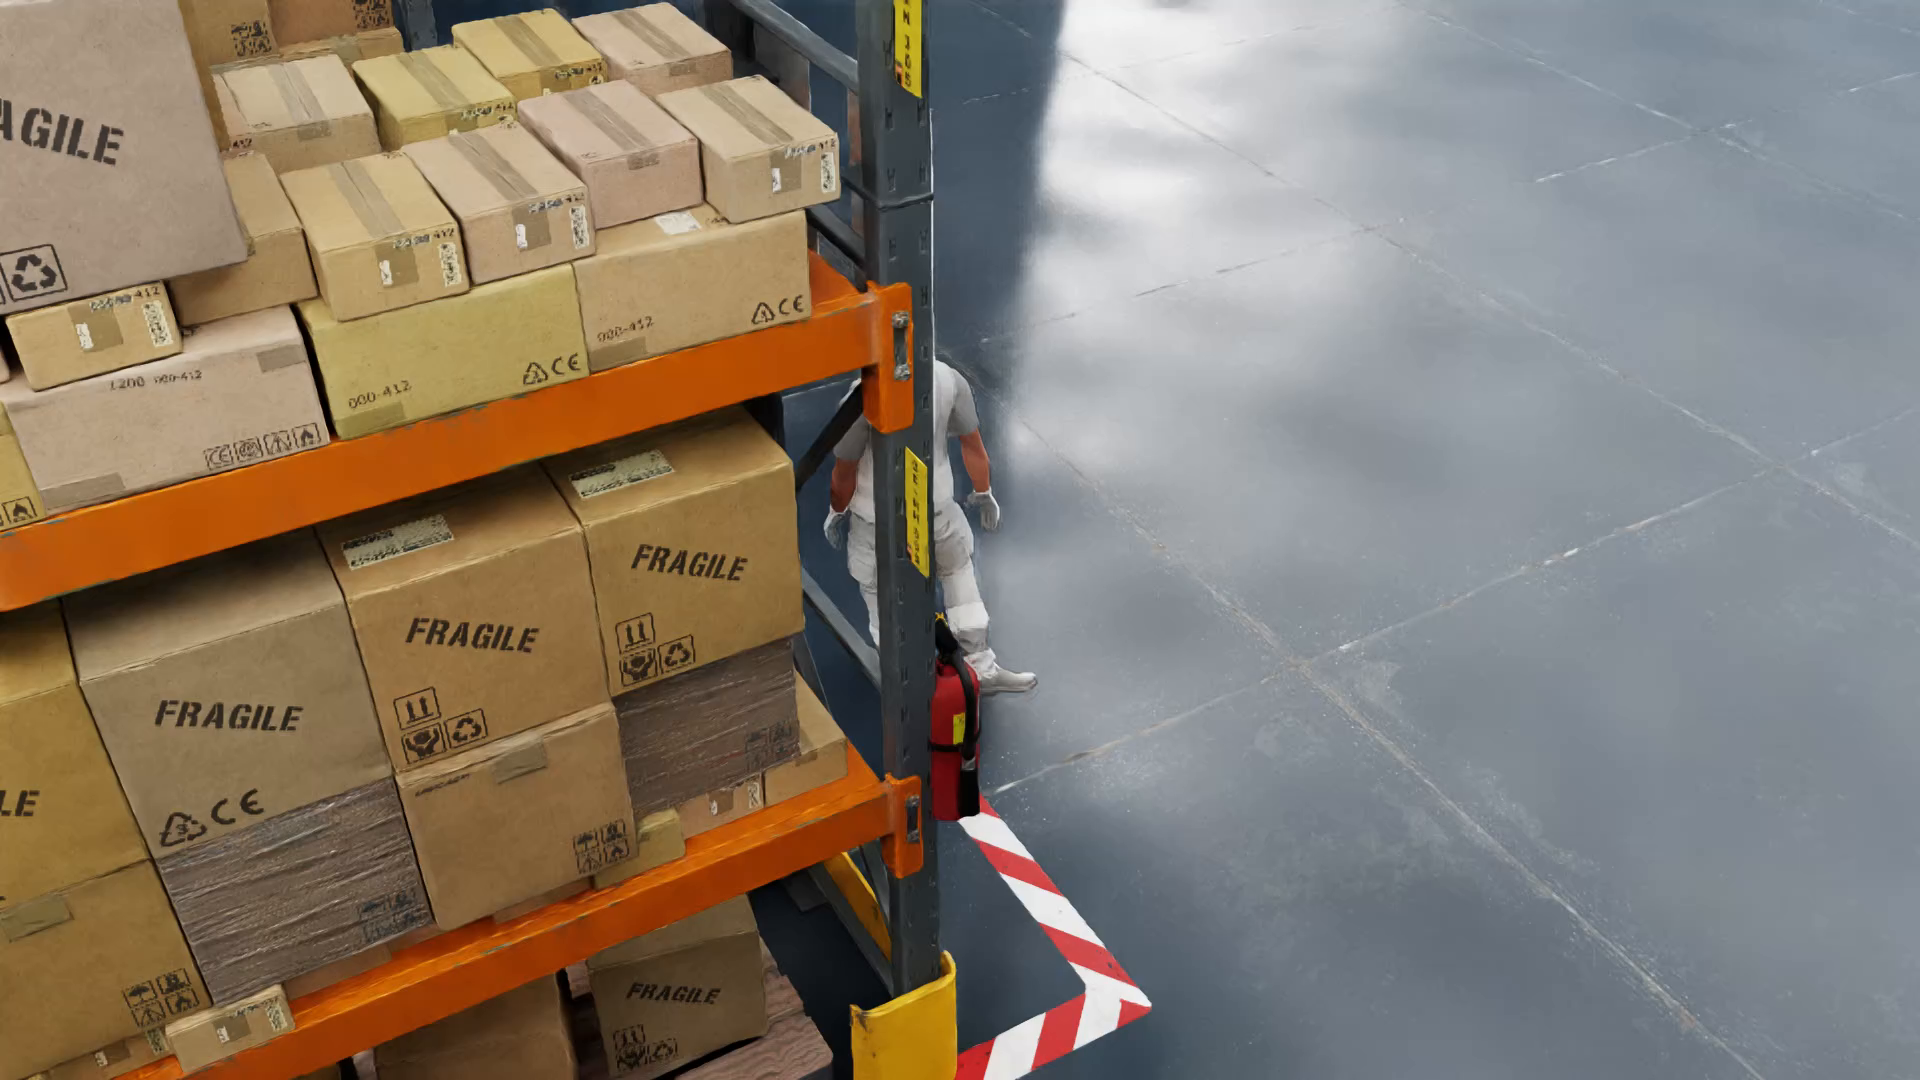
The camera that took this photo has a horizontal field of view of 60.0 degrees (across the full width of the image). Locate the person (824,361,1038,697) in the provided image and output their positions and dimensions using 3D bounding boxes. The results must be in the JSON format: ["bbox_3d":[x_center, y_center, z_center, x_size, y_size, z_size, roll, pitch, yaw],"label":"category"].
[{"bbox_3d":[-0.124,-0.102,6.269,0.737,1.787,0.628,-14,39,-18],"label":"person"}]
